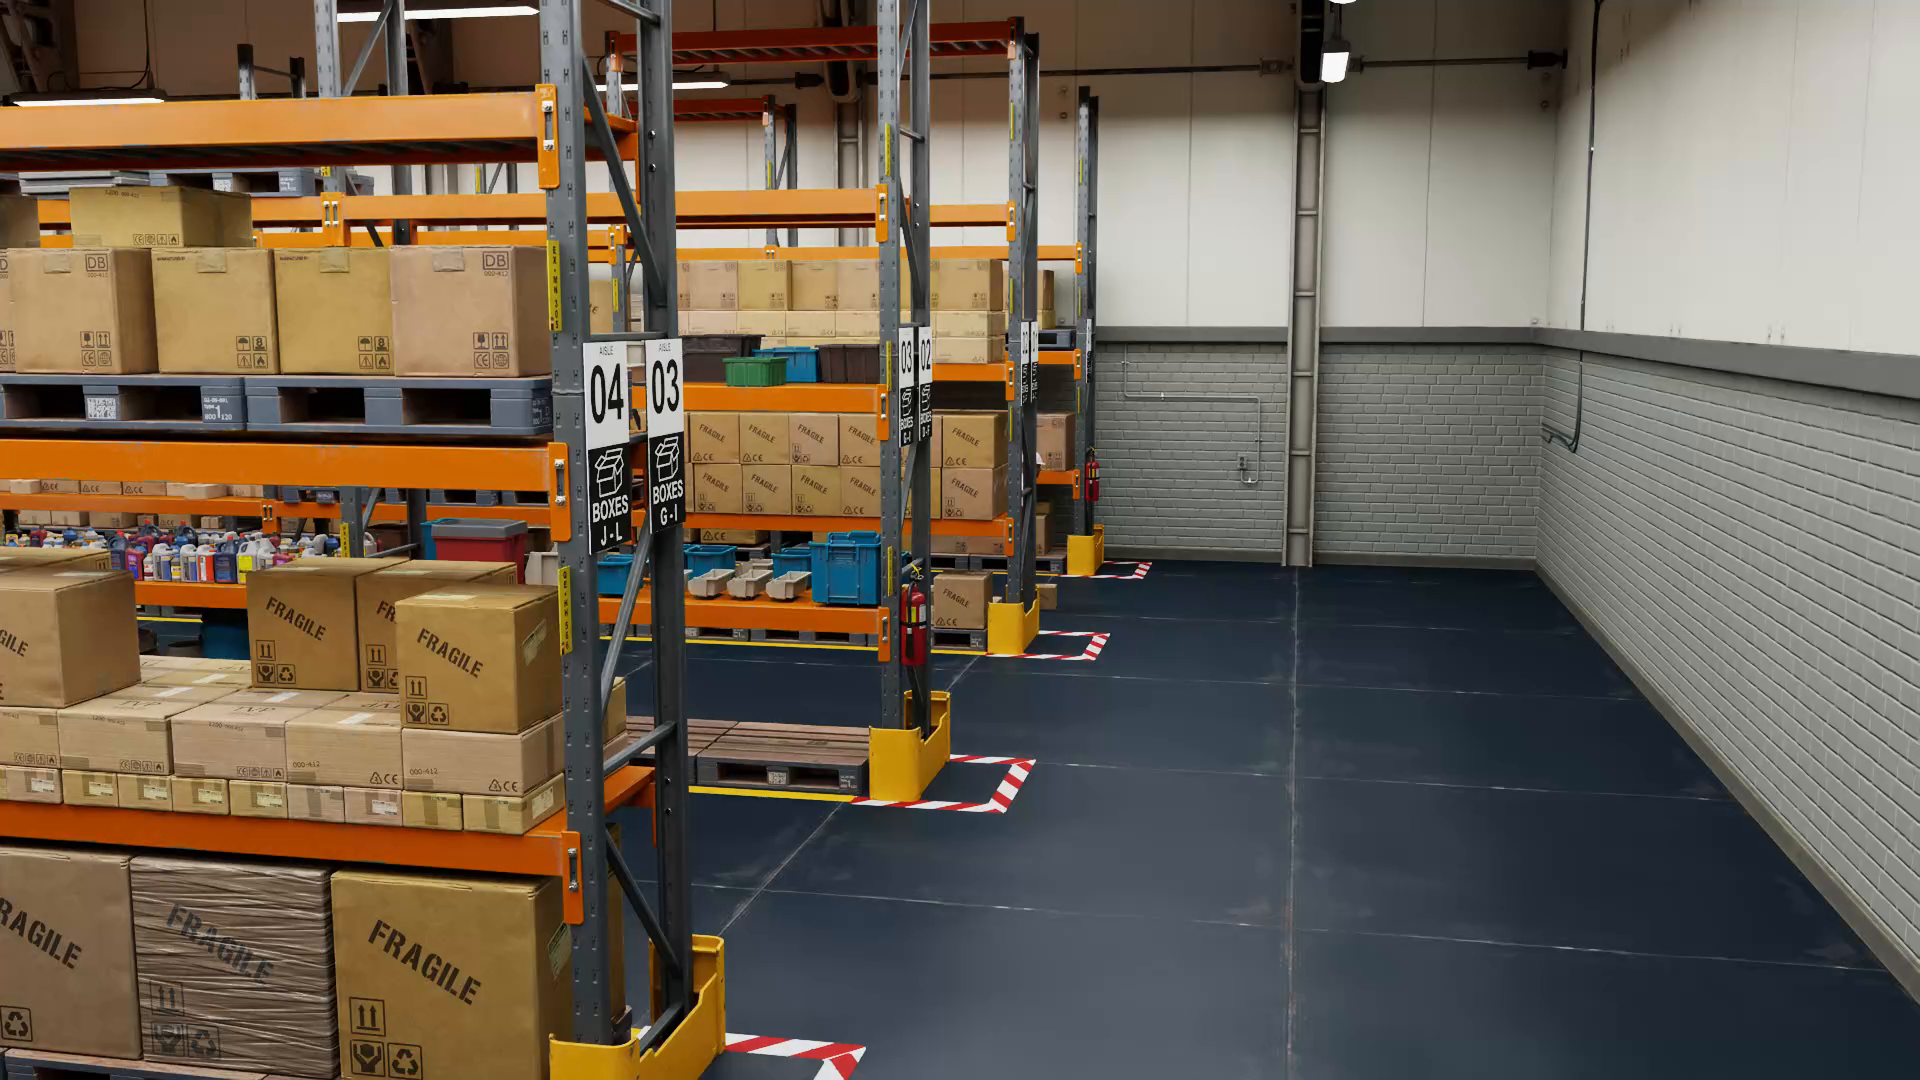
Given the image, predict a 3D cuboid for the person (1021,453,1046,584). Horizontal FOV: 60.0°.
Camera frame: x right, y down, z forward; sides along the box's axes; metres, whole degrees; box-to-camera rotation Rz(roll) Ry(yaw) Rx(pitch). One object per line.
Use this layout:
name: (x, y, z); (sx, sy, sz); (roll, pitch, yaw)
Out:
person: (0.725, -0.115, 18.575); (0.457, 1.761, 0.628); (2, 8, 12)
